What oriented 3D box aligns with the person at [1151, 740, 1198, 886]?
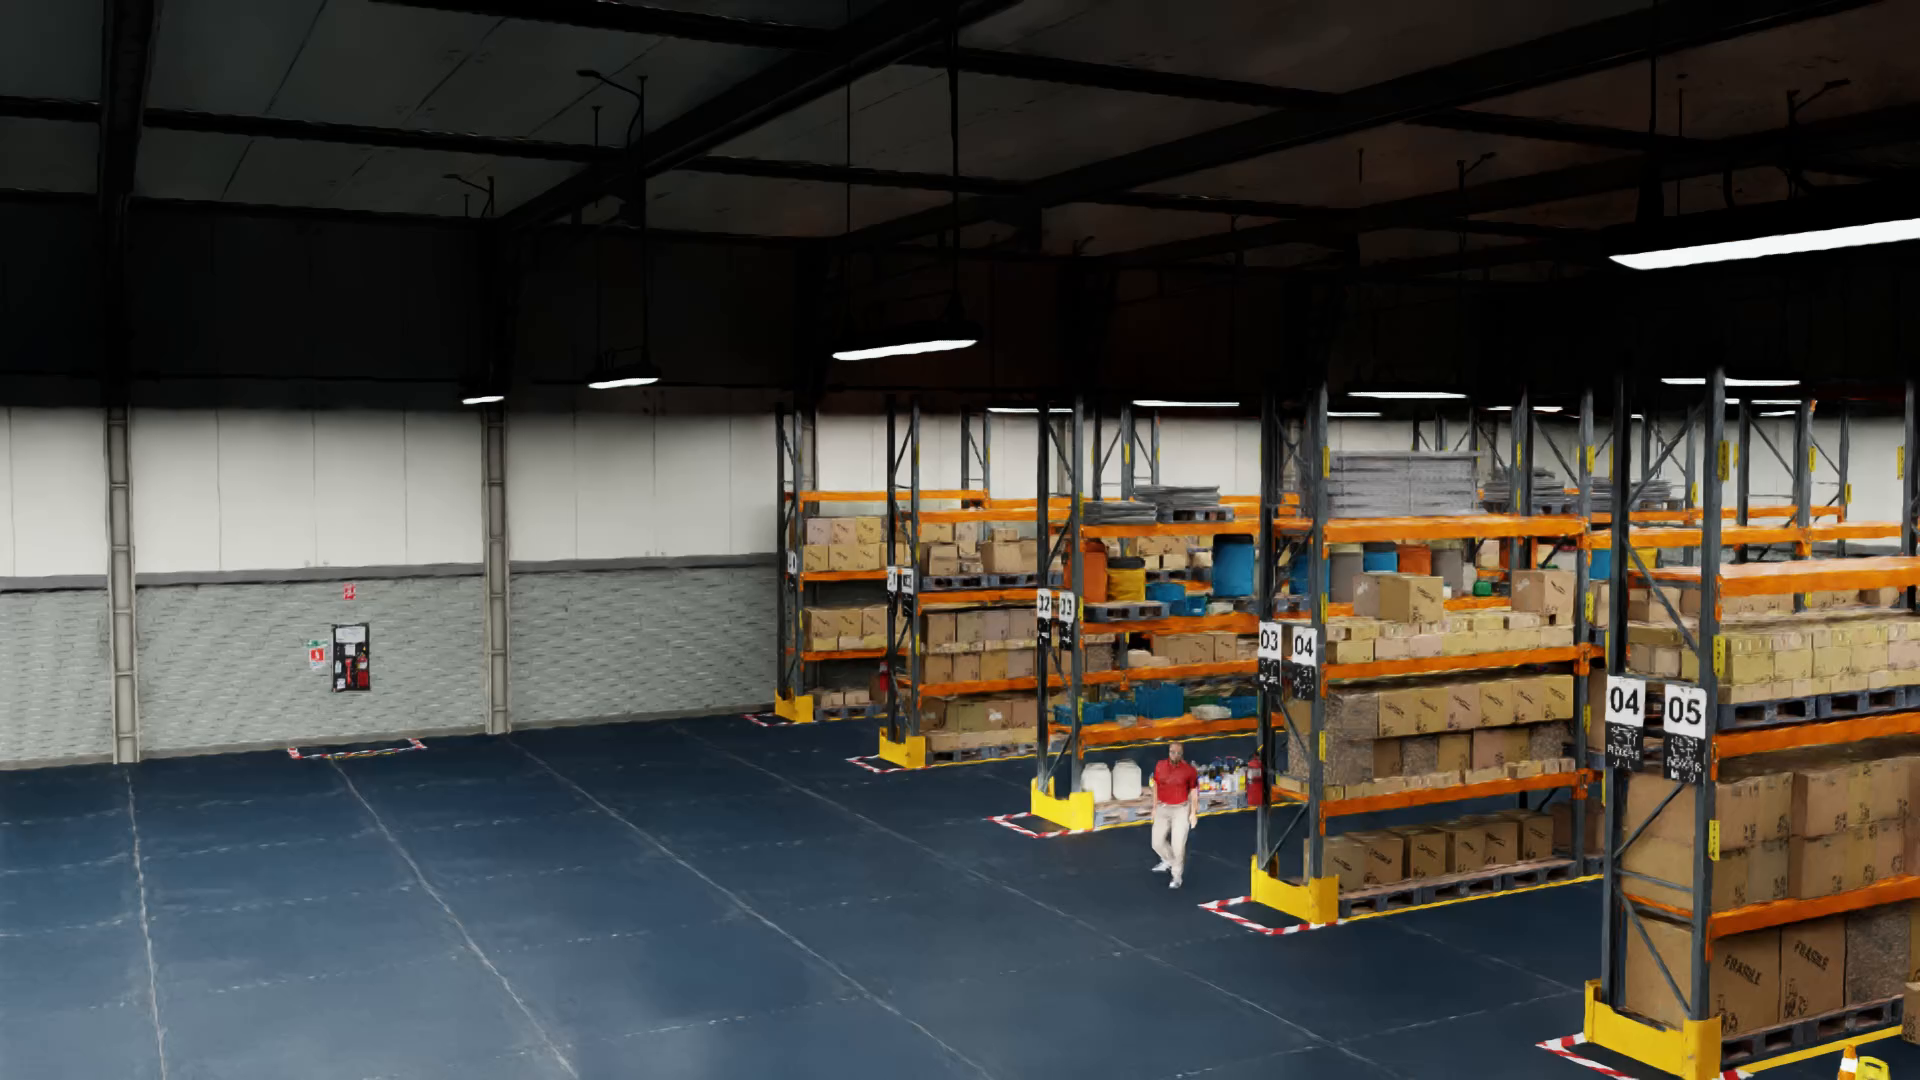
[{"bbox_3d":[2.539,3.195,19.671,0.605,1.716,0.557,2,4,27],"label":"person"}]
